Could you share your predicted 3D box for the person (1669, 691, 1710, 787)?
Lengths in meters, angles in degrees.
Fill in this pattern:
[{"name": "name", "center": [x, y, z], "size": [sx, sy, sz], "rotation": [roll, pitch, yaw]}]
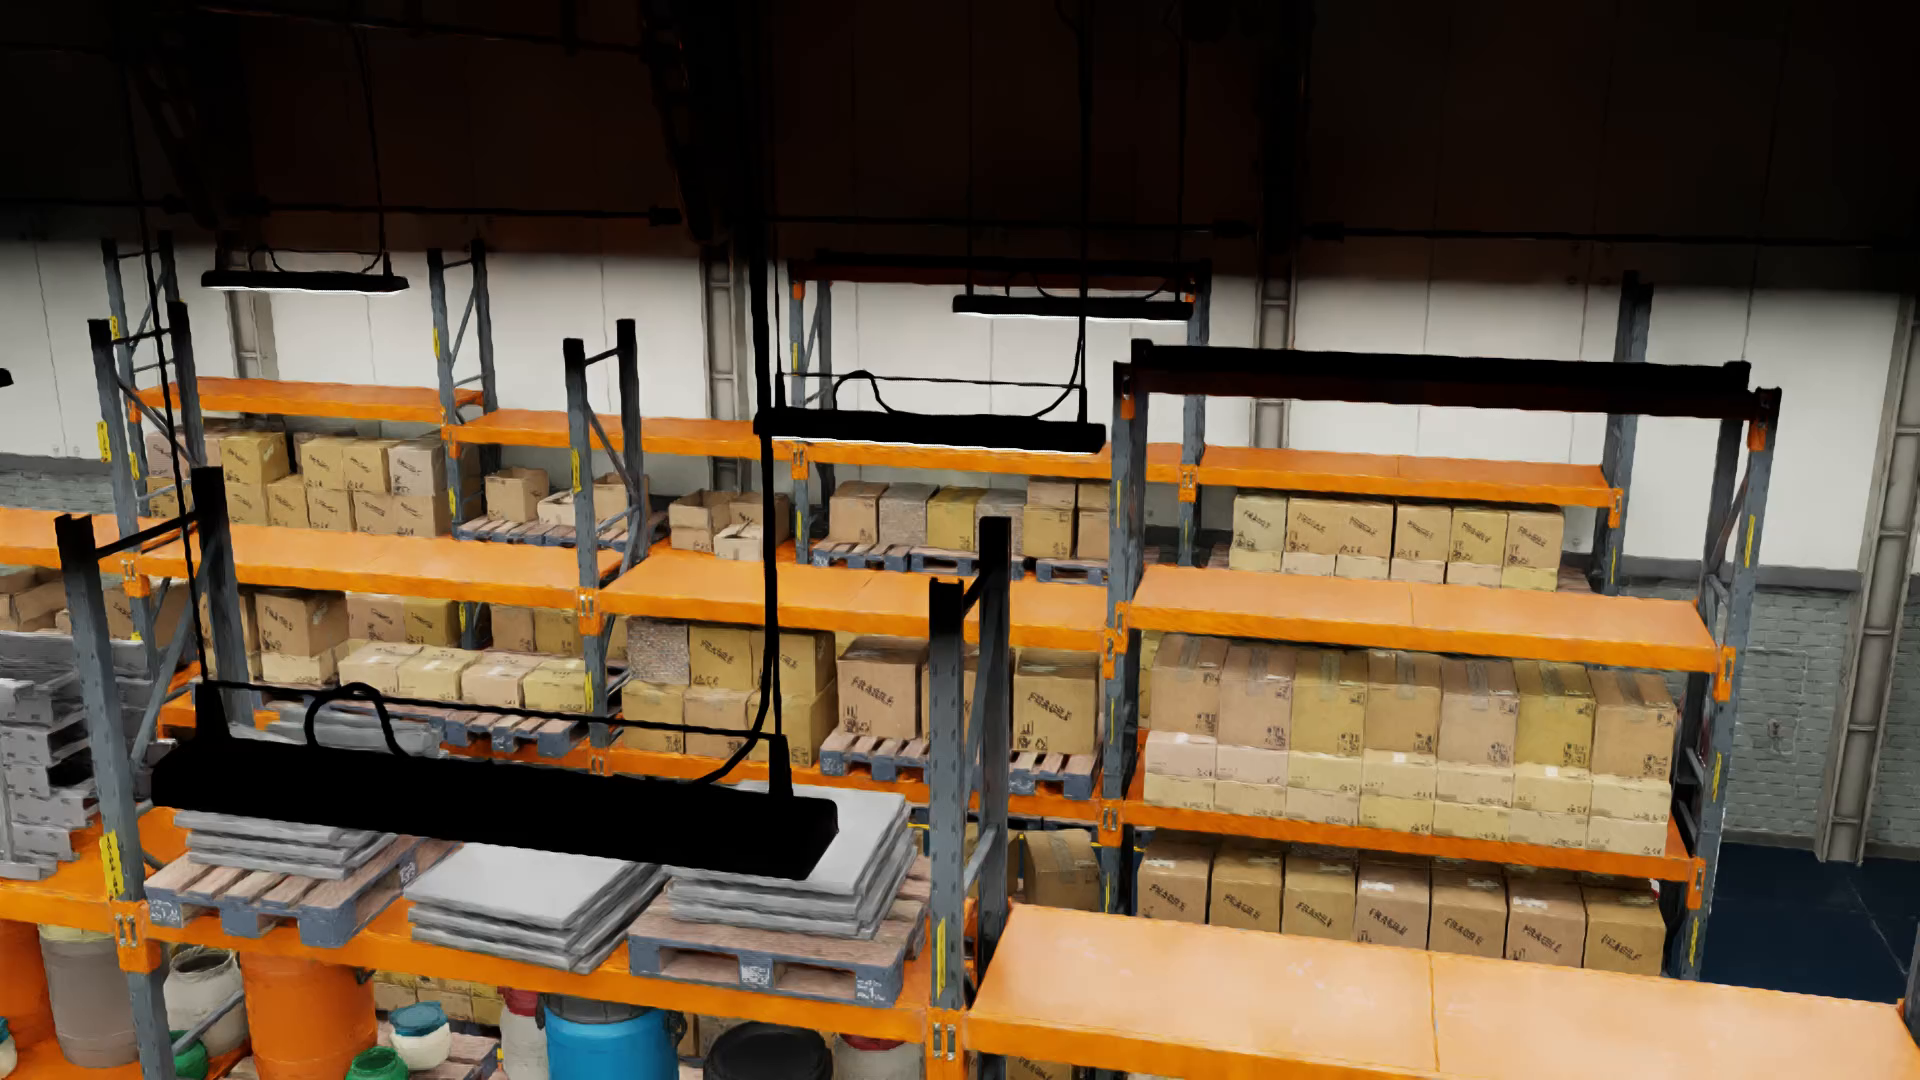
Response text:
[{"name": "person", "center": [7.397, 2.369, 17.100], "size": [0.565, 1.785, 0.600], "rotation": [-13, 21, -37]}]
